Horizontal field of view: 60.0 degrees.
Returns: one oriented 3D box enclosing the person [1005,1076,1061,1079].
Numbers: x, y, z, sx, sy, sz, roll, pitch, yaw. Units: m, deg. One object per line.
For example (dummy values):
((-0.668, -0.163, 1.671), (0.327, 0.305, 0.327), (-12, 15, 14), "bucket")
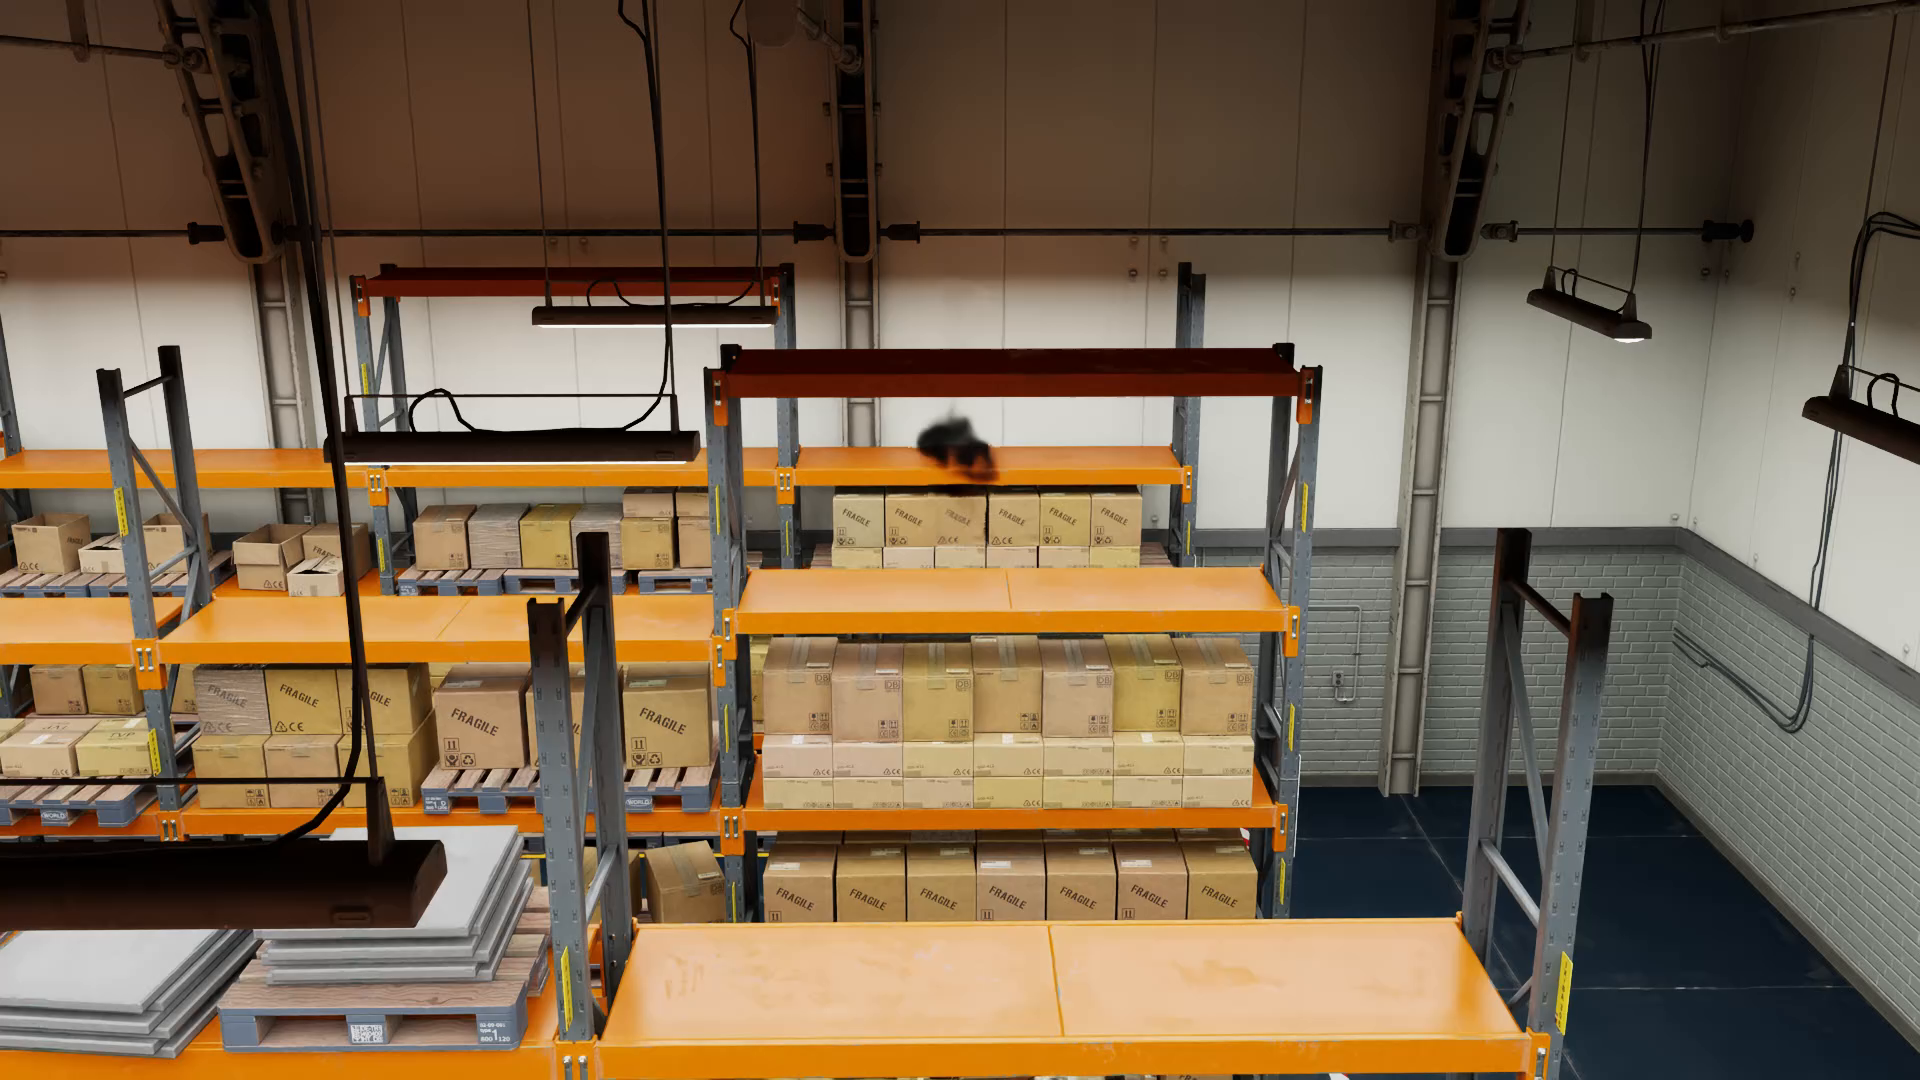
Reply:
((0.523, 4.164, 11.082), (0.935, 1.816, 0.620), (-3, 16, -9), "person")
